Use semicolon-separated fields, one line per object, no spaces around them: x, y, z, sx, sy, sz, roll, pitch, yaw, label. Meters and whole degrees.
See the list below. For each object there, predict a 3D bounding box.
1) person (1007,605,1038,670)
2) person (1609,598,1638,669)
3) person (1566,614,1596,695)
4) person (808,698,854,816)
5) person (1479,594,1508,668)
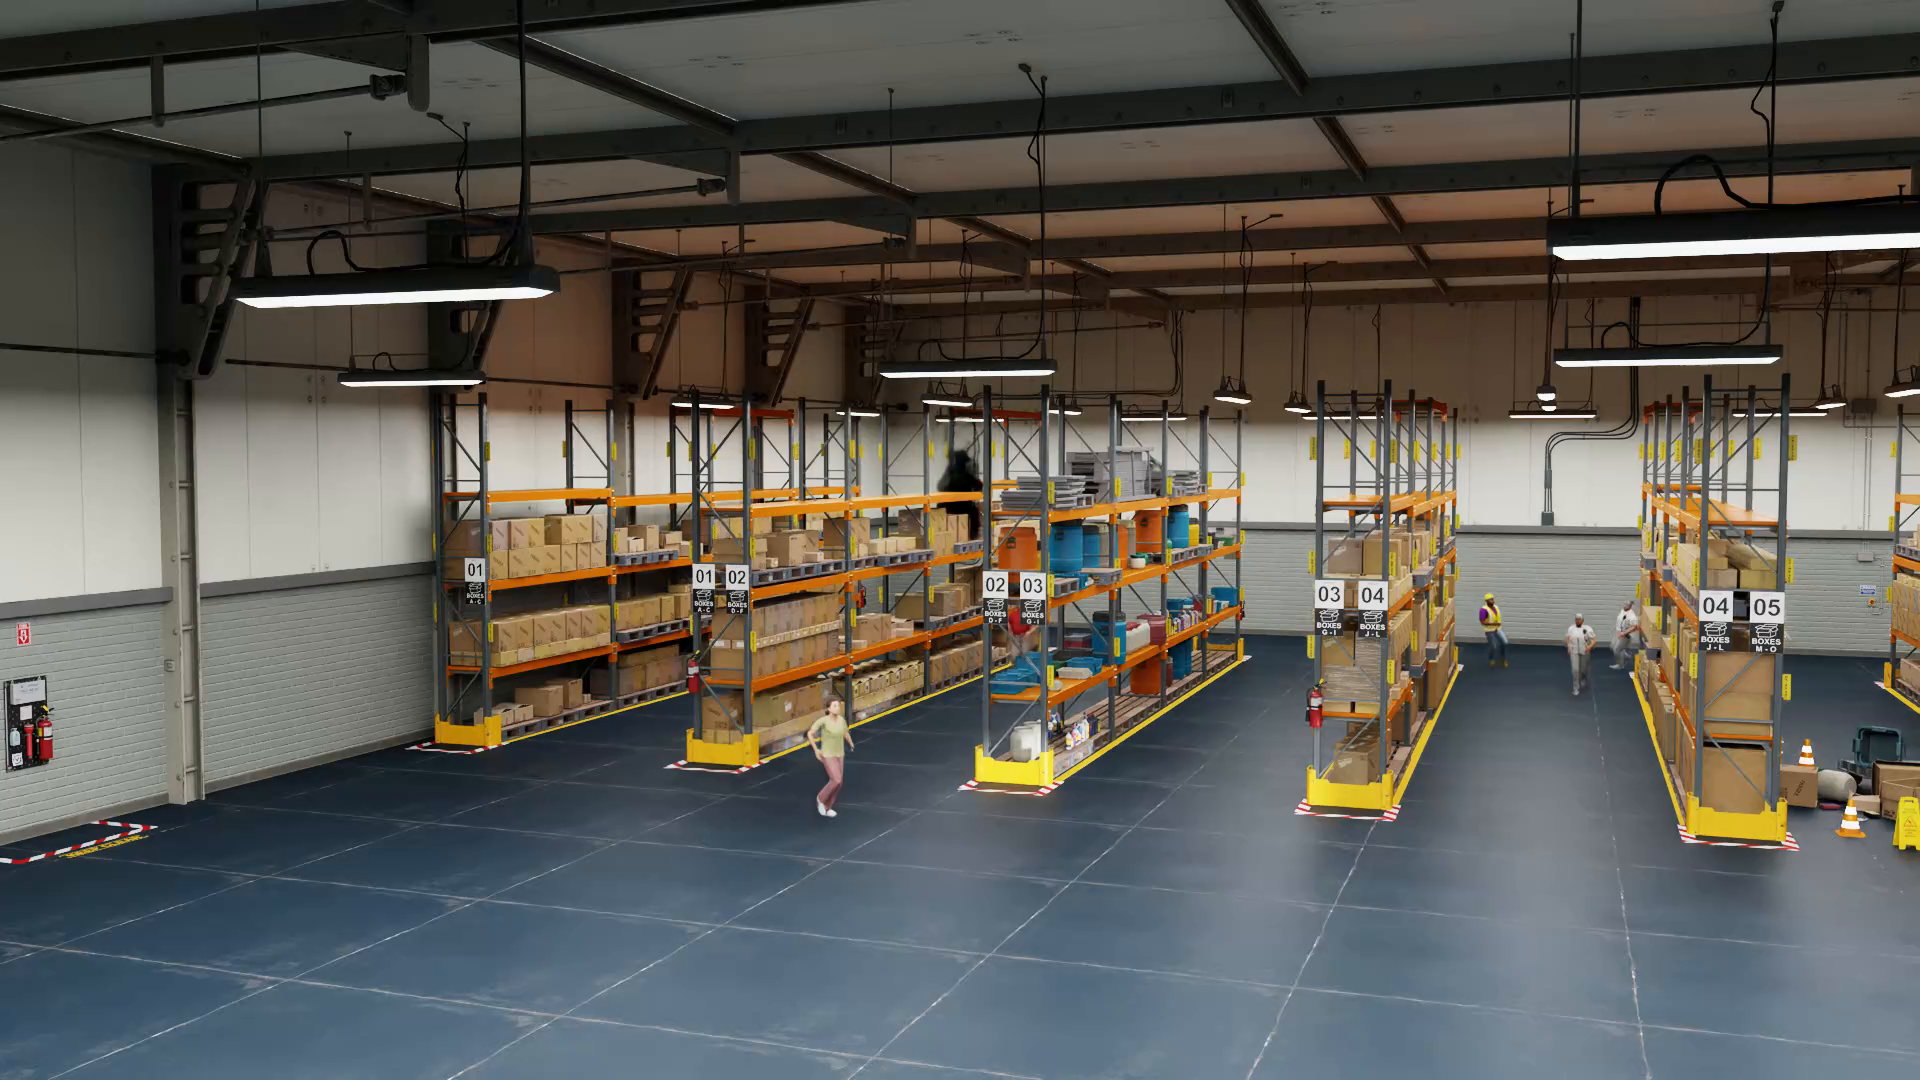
1.249;2.078;33.921;0.673;1.747;0.553;1;3;13;person
15.225;2.143;38.057;0.612;1.672;0.855;0;3;-8;person
12.874;2.357;34.484;0.610;1.688;0.760;2;3;27;person
-1.716;2.972;22.724;0.587;1.630;0.550;-3;4;-45;person
12.264;2.087;38.289;0.690;1.714;0.706;-1;3;-20;person
